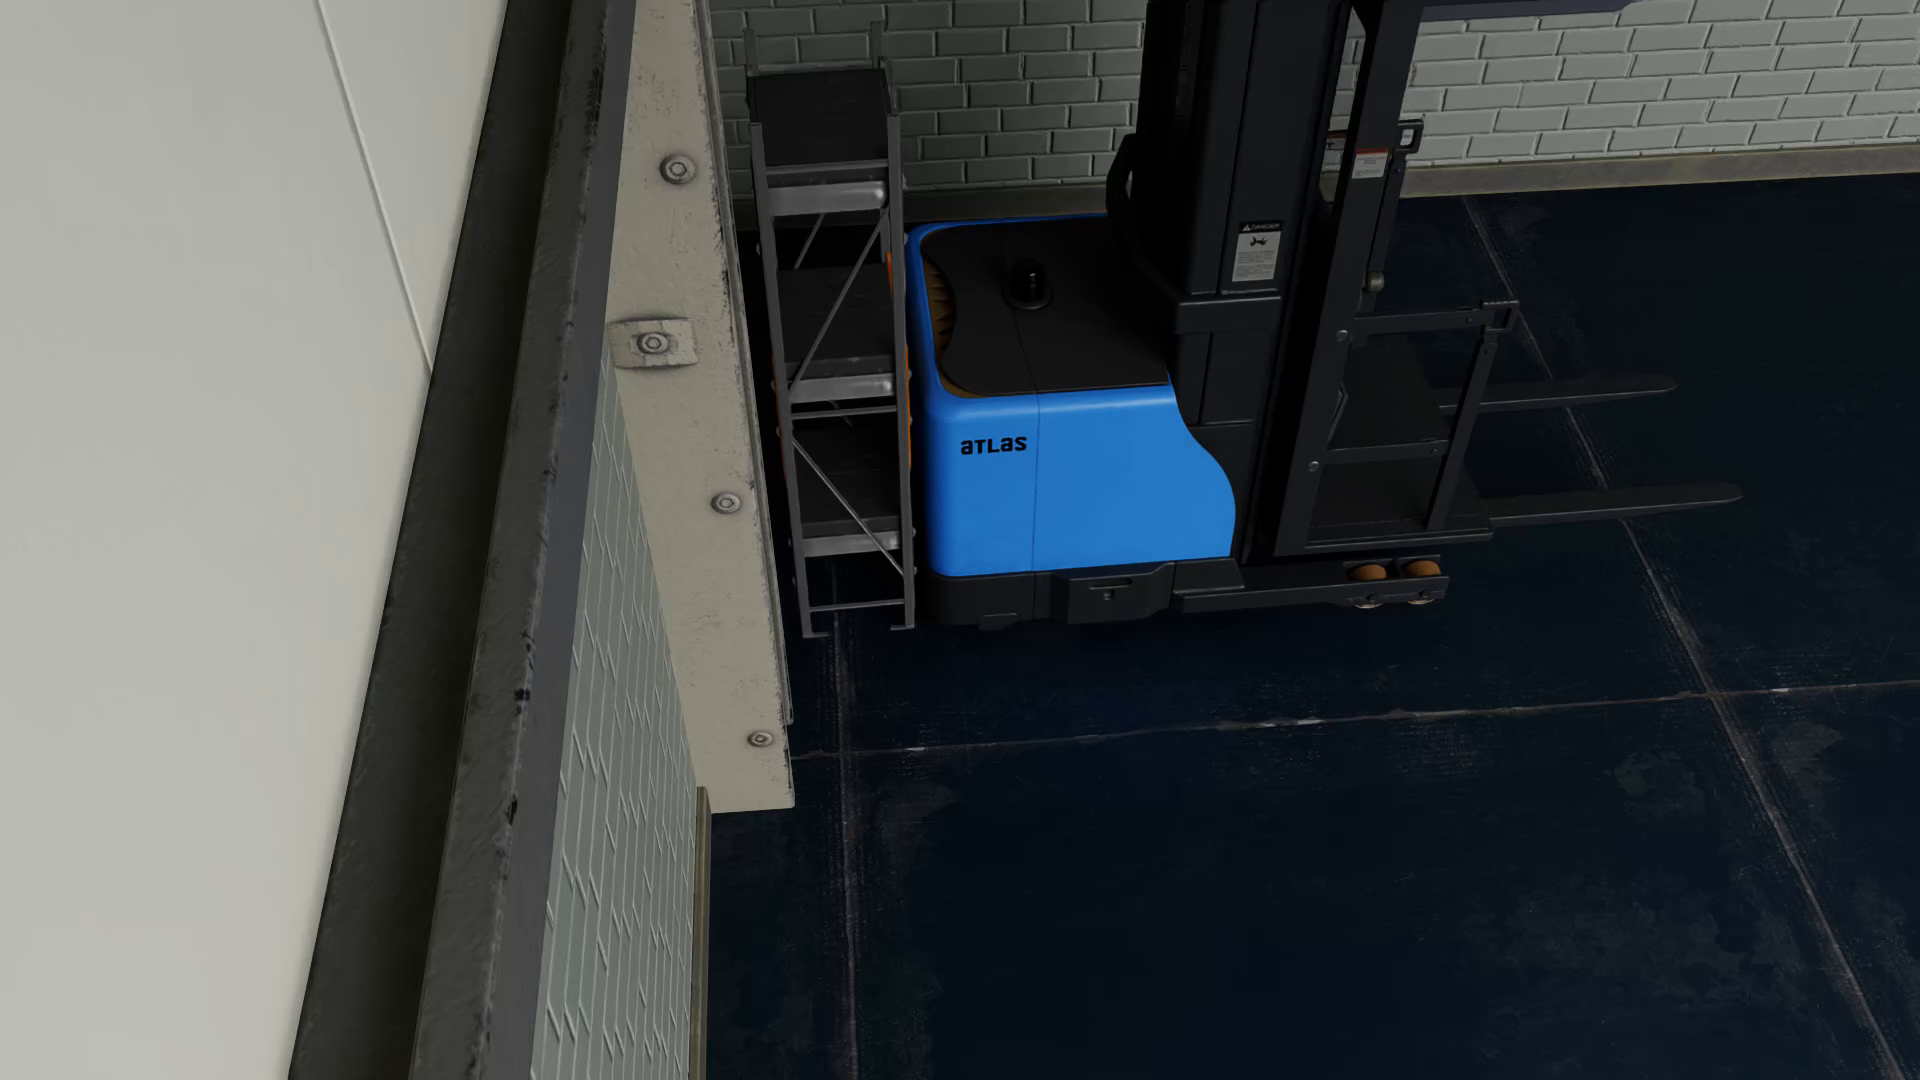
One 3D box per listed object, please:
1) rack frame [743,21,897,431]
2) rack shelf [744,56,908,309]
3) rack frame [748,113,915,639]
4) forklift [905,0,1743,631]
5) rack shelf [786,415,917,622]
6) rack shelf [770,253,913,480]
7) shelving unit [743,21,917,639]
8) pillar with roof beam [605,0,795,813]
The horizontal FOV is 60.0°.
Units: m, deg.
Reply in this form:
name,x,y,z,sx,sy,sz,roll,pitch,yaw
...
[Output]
name,x,y,z,sx,sy,sz,roll,pitch,yaw
rack frame,-0.419,-0.745,5.510,0.400,2.100,0.015,-5,47,-5
rack shelf,-0.390,-1.041,4.845,0.431,0.518,0.480,-5,47,-5
rack frame,-0.361,-0.393,5.176,0.400,2.100,0.015,-5,47,-5
forklift,1.332,-1.141,5.312,3.031,2.935,1.130,-4,47,-4
rack shelf,-0.390,-0.079,5.861,0.431,0.518,0.480,-5,47,-5
rack shelf,-0.390,-0.560,5.353,0.431,0.518,0.480,-5,47,-5
shelving unit,-0.390,-0.569,5.343,0.431,2.100,0.503,-5,47,-5
pillar with roof beam,3.580,-2.618,2.532,9.100,9.000,0.400,-3,47,-3
